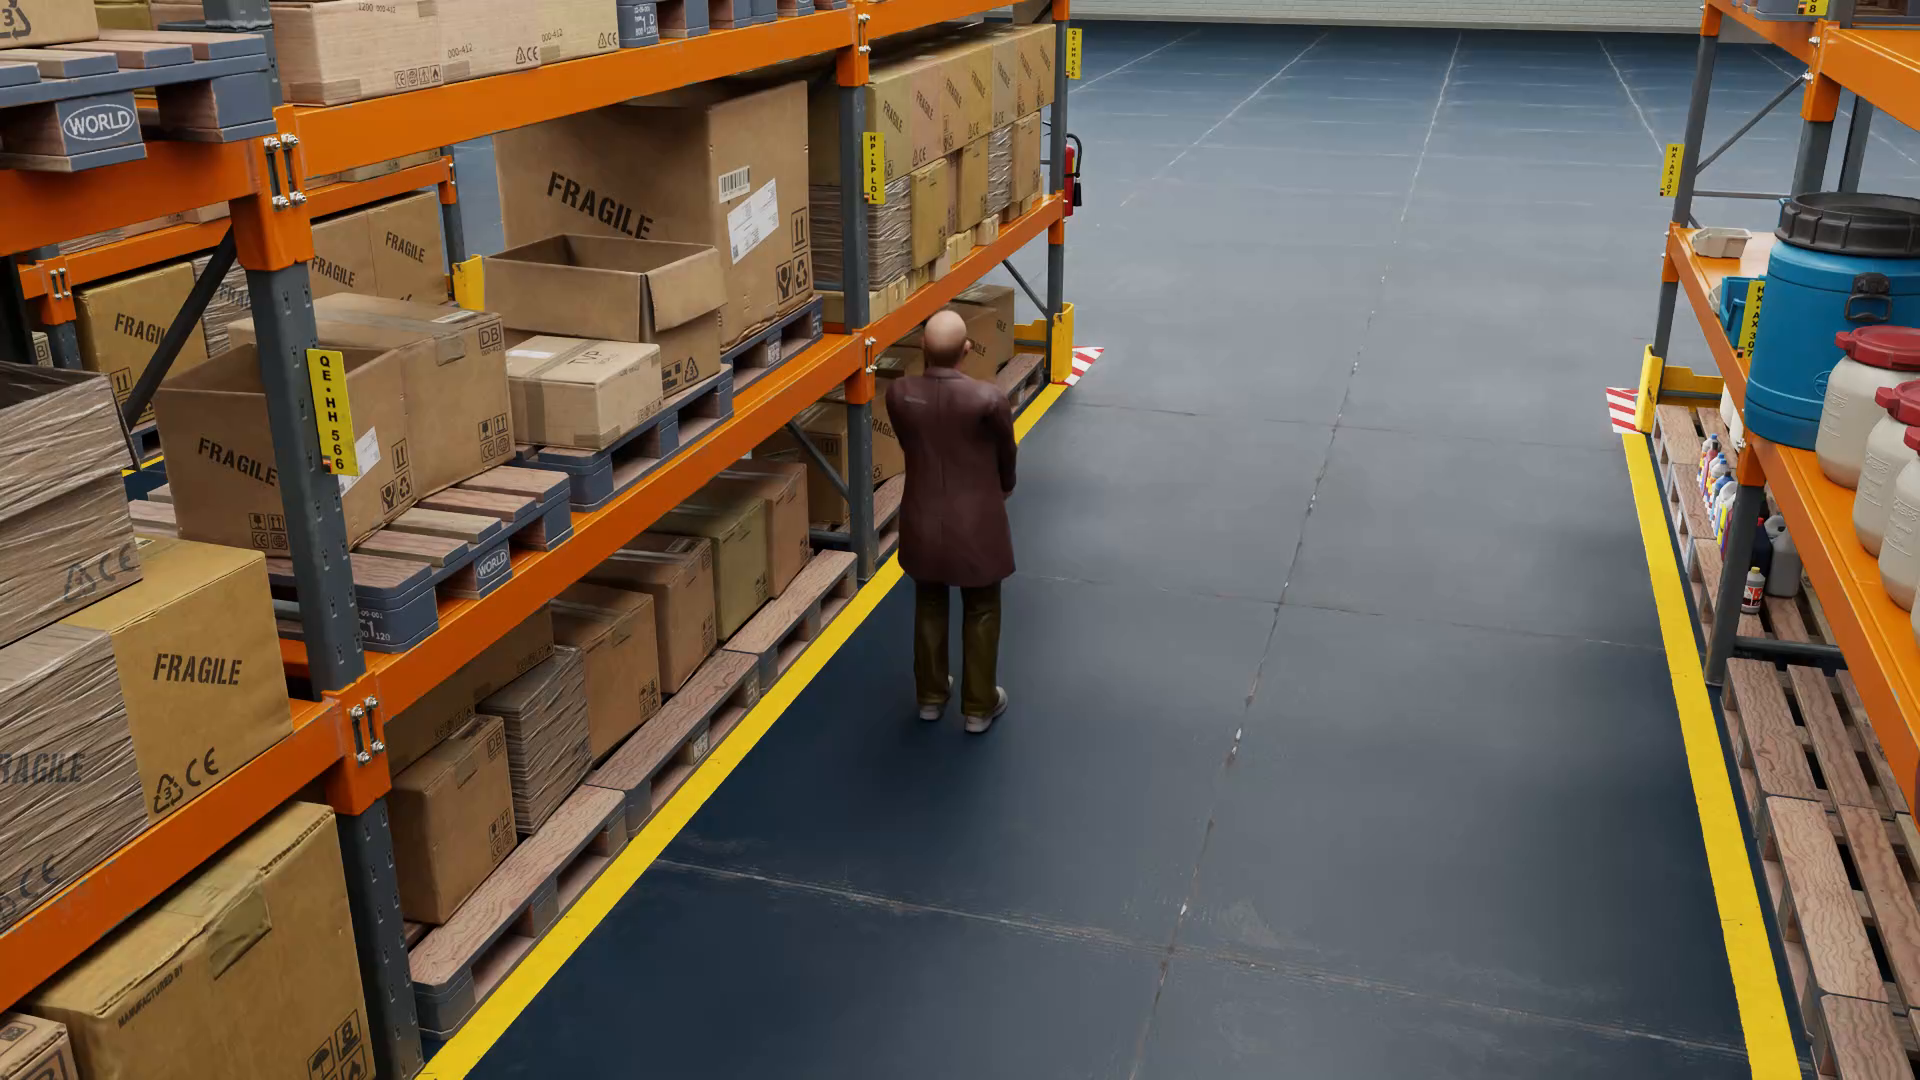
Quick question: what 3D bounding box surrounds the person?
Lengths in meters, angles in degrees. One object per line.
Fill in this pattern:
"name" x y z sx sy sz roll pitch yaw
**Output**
"person" -0.002 -0.109 6.887 0.526 1.778 0.543 6 23 16
